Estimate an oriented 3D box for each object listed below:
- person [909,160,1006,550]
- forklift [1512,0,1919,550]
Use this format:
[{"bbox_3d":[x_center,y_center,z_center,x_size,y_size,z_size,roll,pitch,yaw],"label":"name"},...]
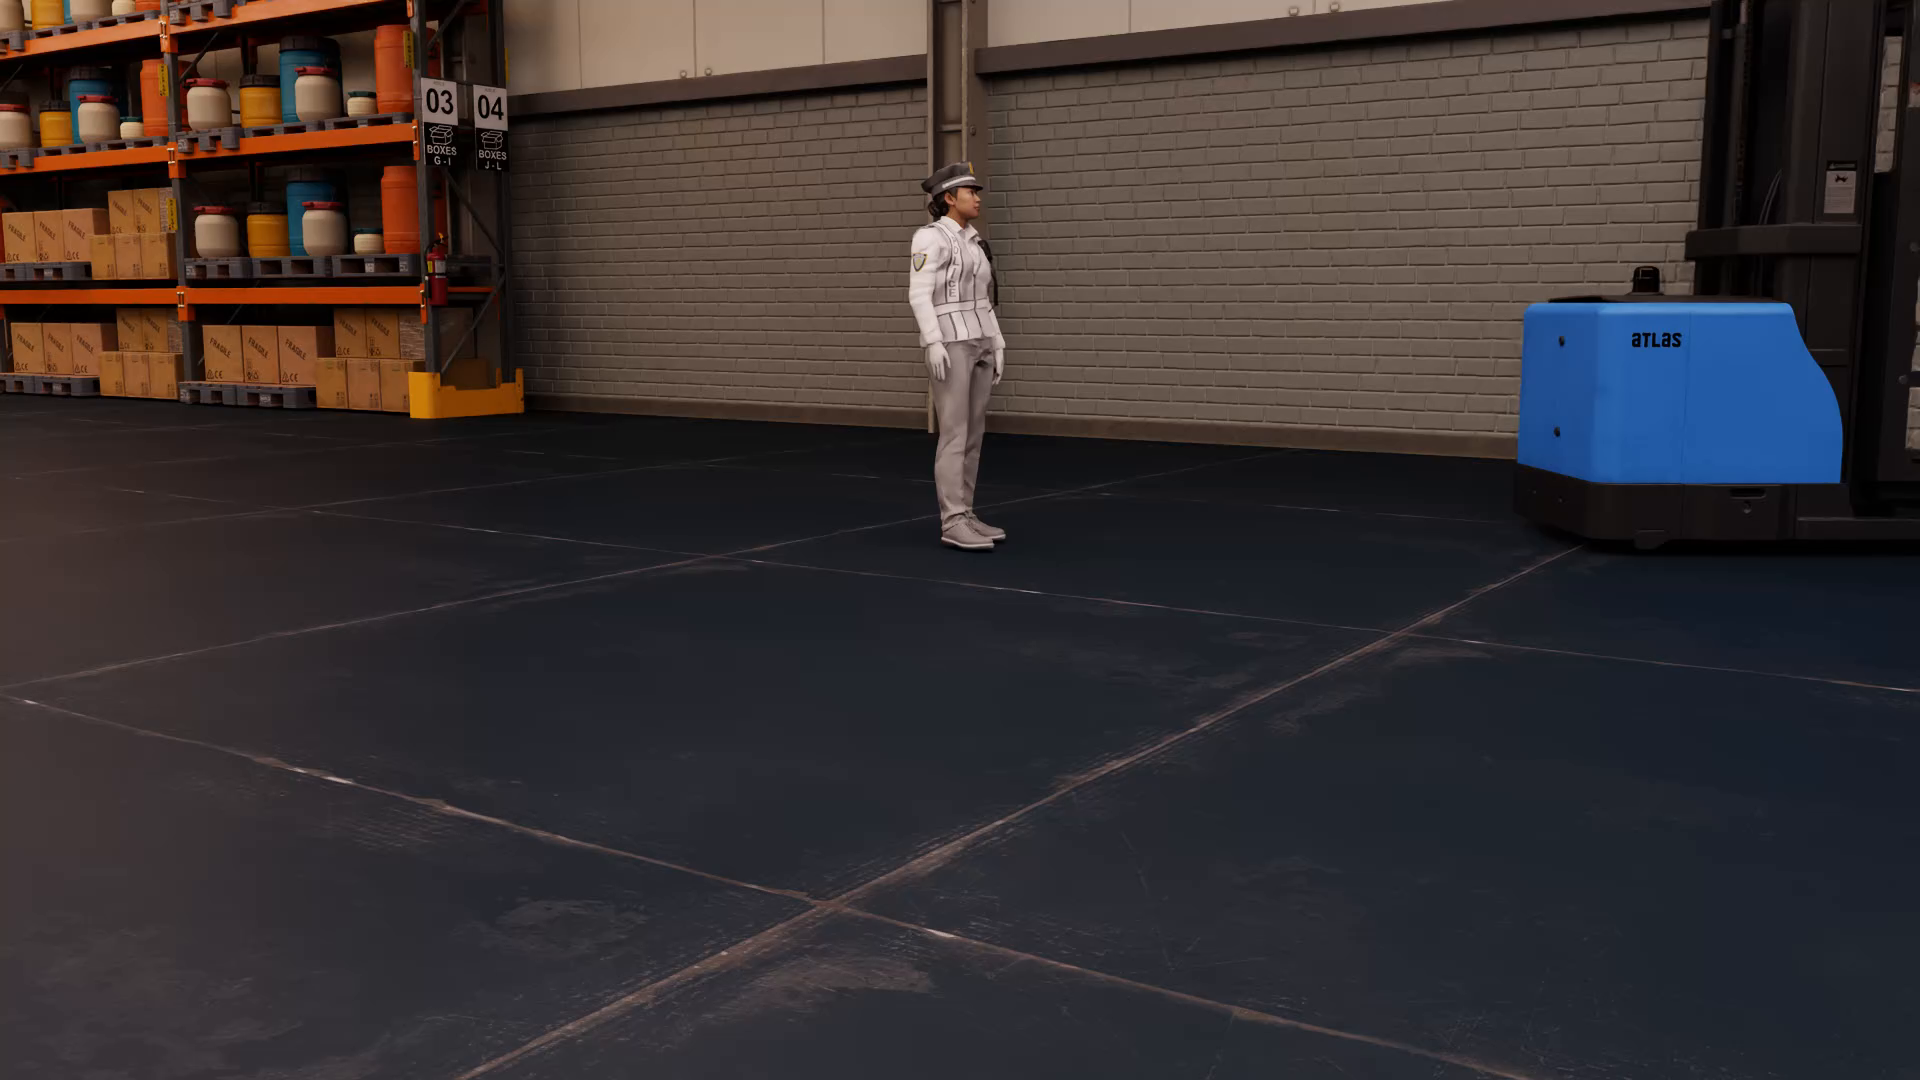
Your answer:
[{"bbox_3d":[0.053,-0.840,7.440,0.531,1.695,0.588,5,10,34],"label":"person"},{"bbox_3d":[4.194,-1.459,7.455,3.031,2.935,1.130,0,8,-2],"label":"forklift"}]
